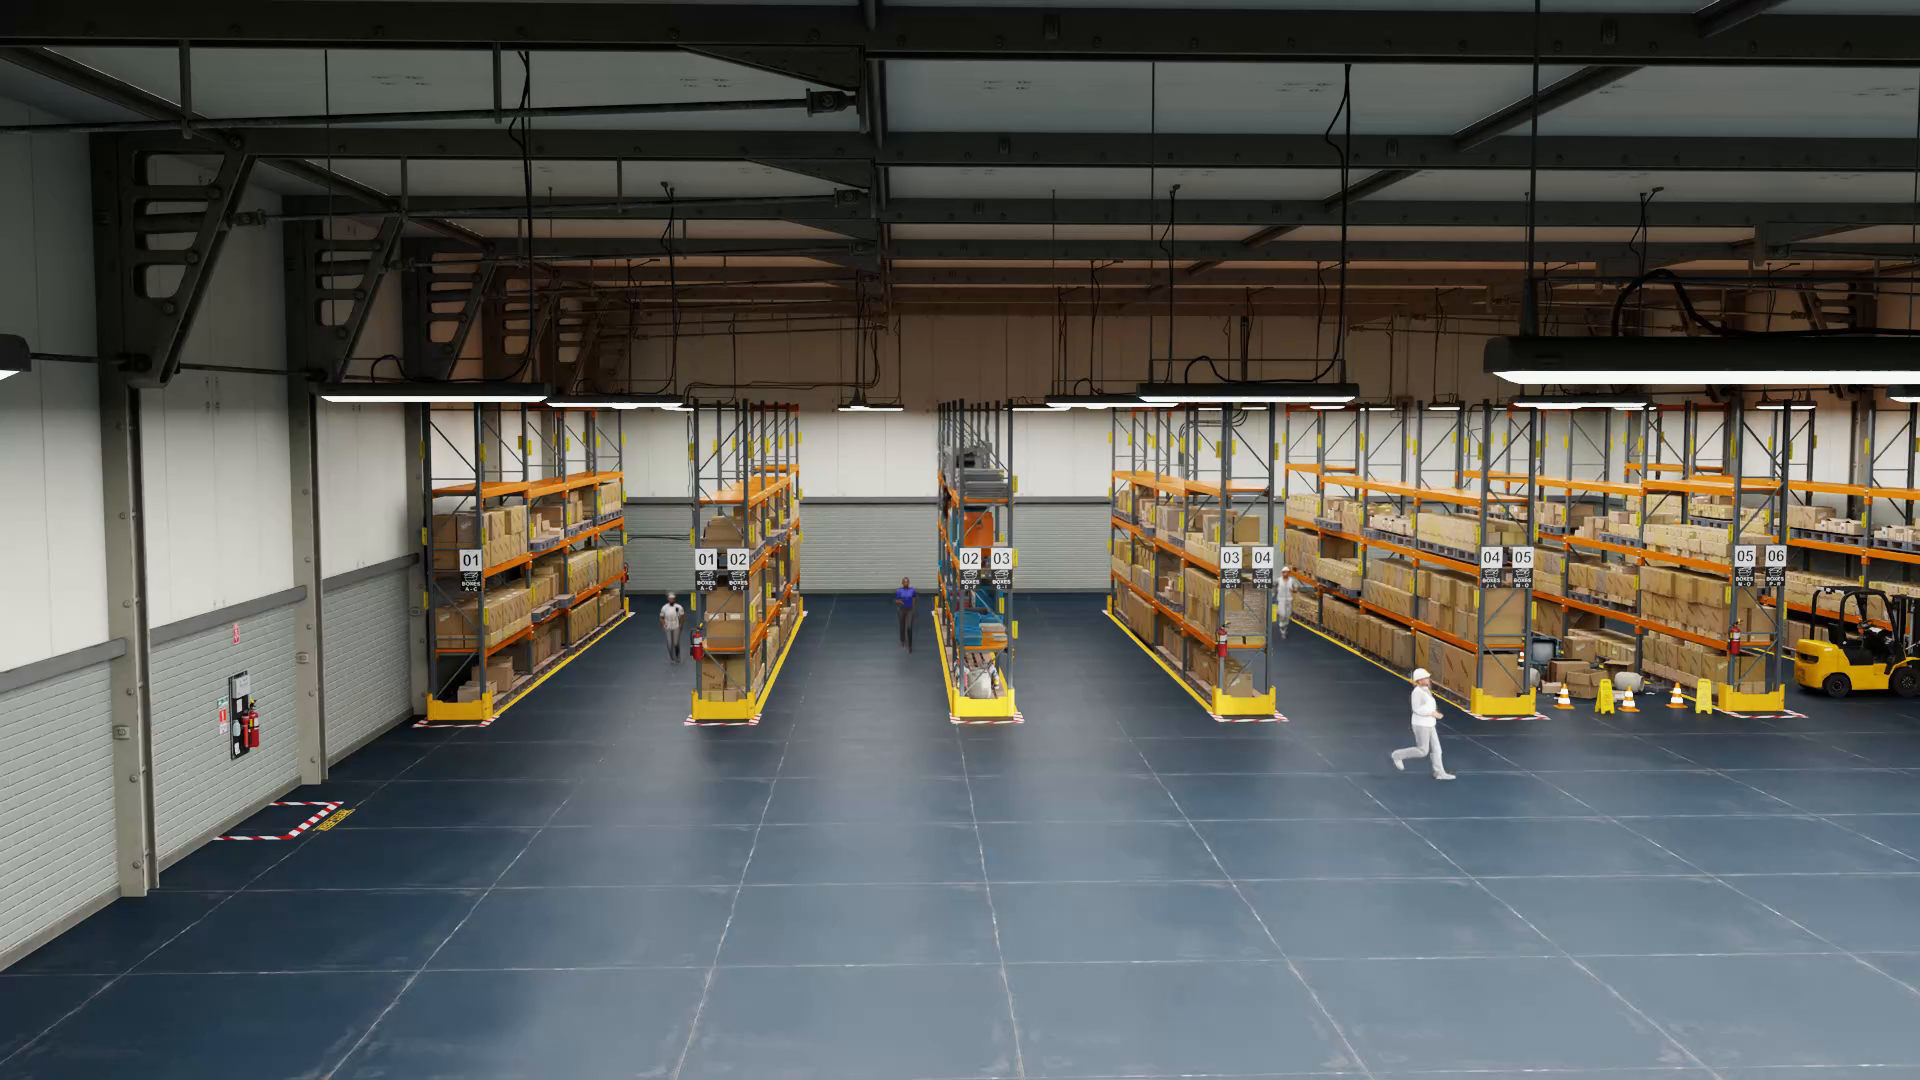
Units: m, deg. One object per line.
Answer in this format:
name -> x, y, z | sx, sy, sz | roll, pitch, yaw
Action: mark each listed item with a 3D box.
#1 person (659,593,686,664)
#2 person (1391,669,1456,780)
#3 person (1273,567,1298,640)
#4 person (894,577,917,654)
person -> -6.546, 2.018, 37.798 | 0.576, 1.660, 0.573 | 0, 4, -4
person -> 7.262, 2.877, 25.990 | 0.984, 1.743, 0.677 | 2, 5, 29
person -> 8.286, 1.592, 42.426 | 0.655, 1.829, 0.840 | 0, 4, -3
person -> -1.251, 1.722, 38.310 | 0.526, 1.744, 0.779 | 0, 4, -2
